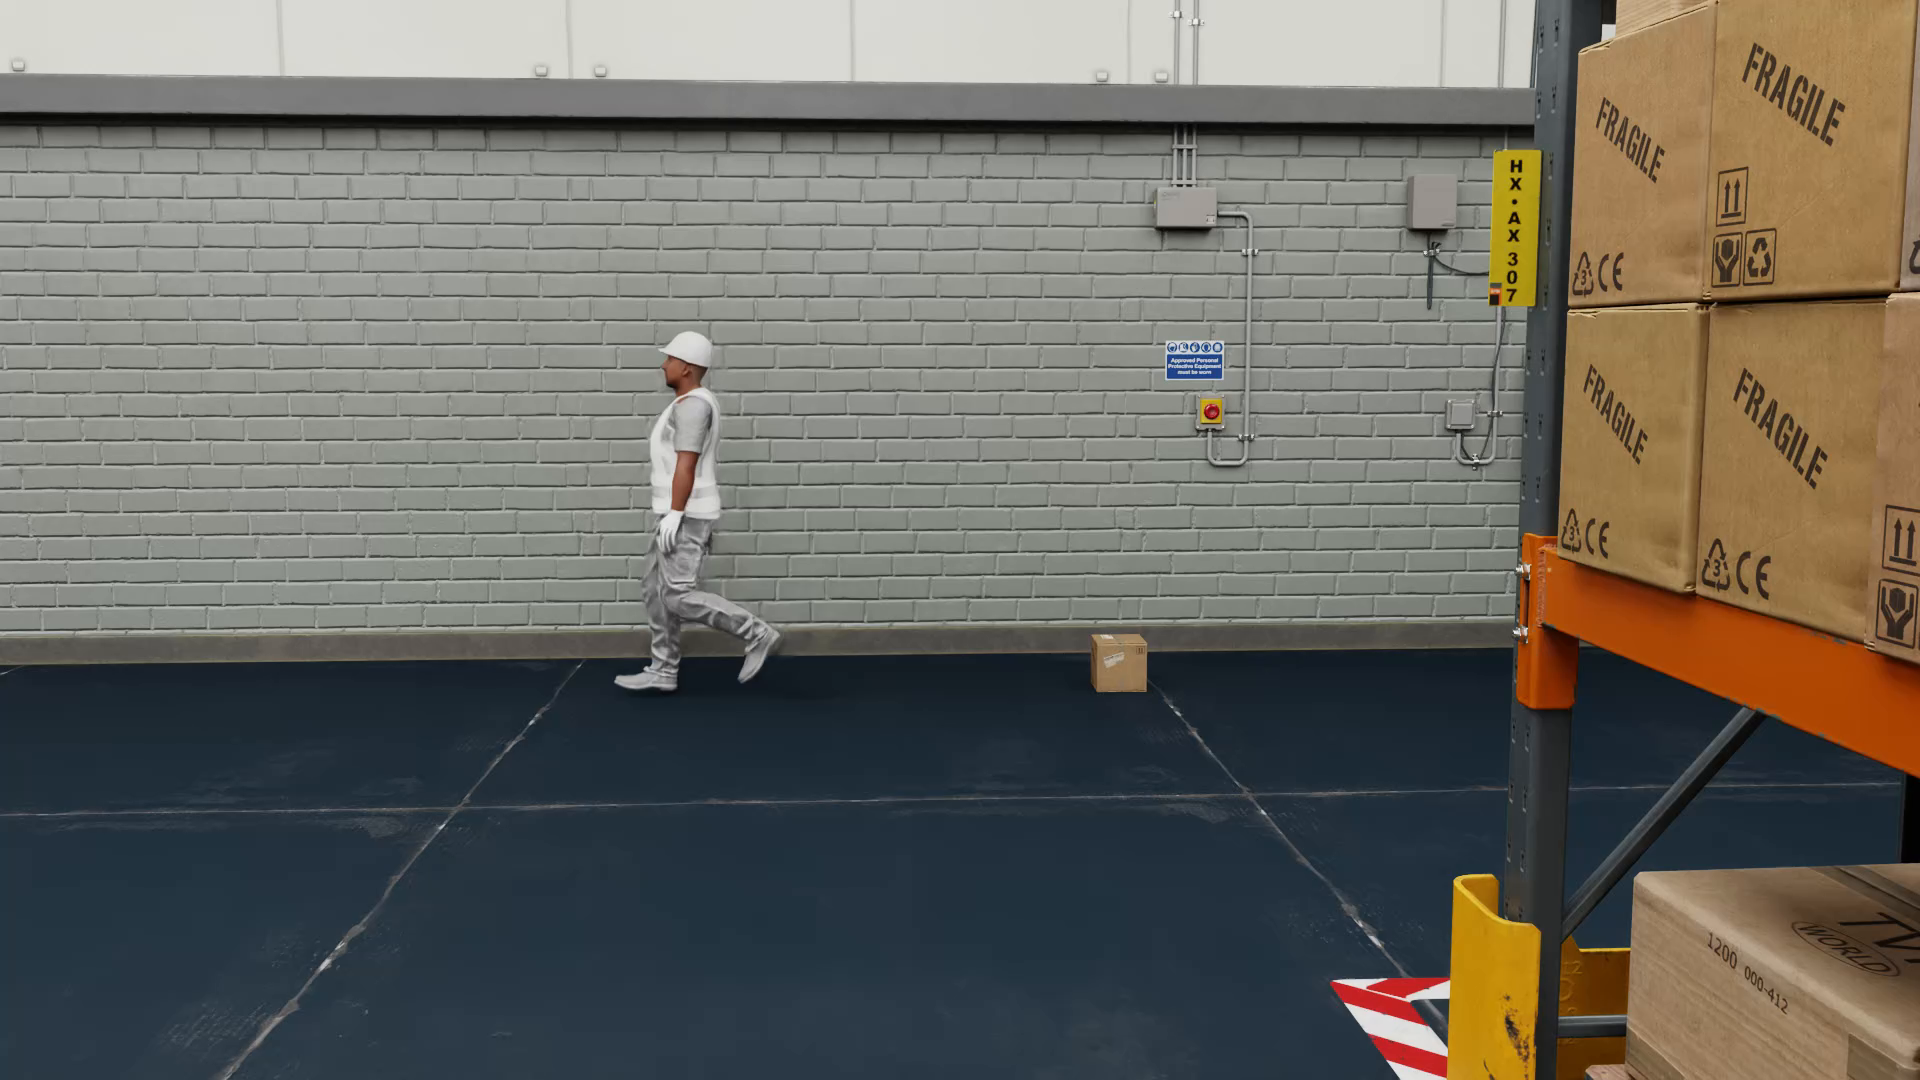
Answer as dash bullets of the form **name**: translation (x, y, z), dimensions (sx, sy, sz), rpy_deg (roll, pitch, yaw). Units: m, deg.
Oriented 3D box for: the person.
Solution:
- **person**: translation (-1.295, -0.128, 8.095), dimensions (0.813, 1.761, 0.556), rpy_deg (-1, 7, -8)
